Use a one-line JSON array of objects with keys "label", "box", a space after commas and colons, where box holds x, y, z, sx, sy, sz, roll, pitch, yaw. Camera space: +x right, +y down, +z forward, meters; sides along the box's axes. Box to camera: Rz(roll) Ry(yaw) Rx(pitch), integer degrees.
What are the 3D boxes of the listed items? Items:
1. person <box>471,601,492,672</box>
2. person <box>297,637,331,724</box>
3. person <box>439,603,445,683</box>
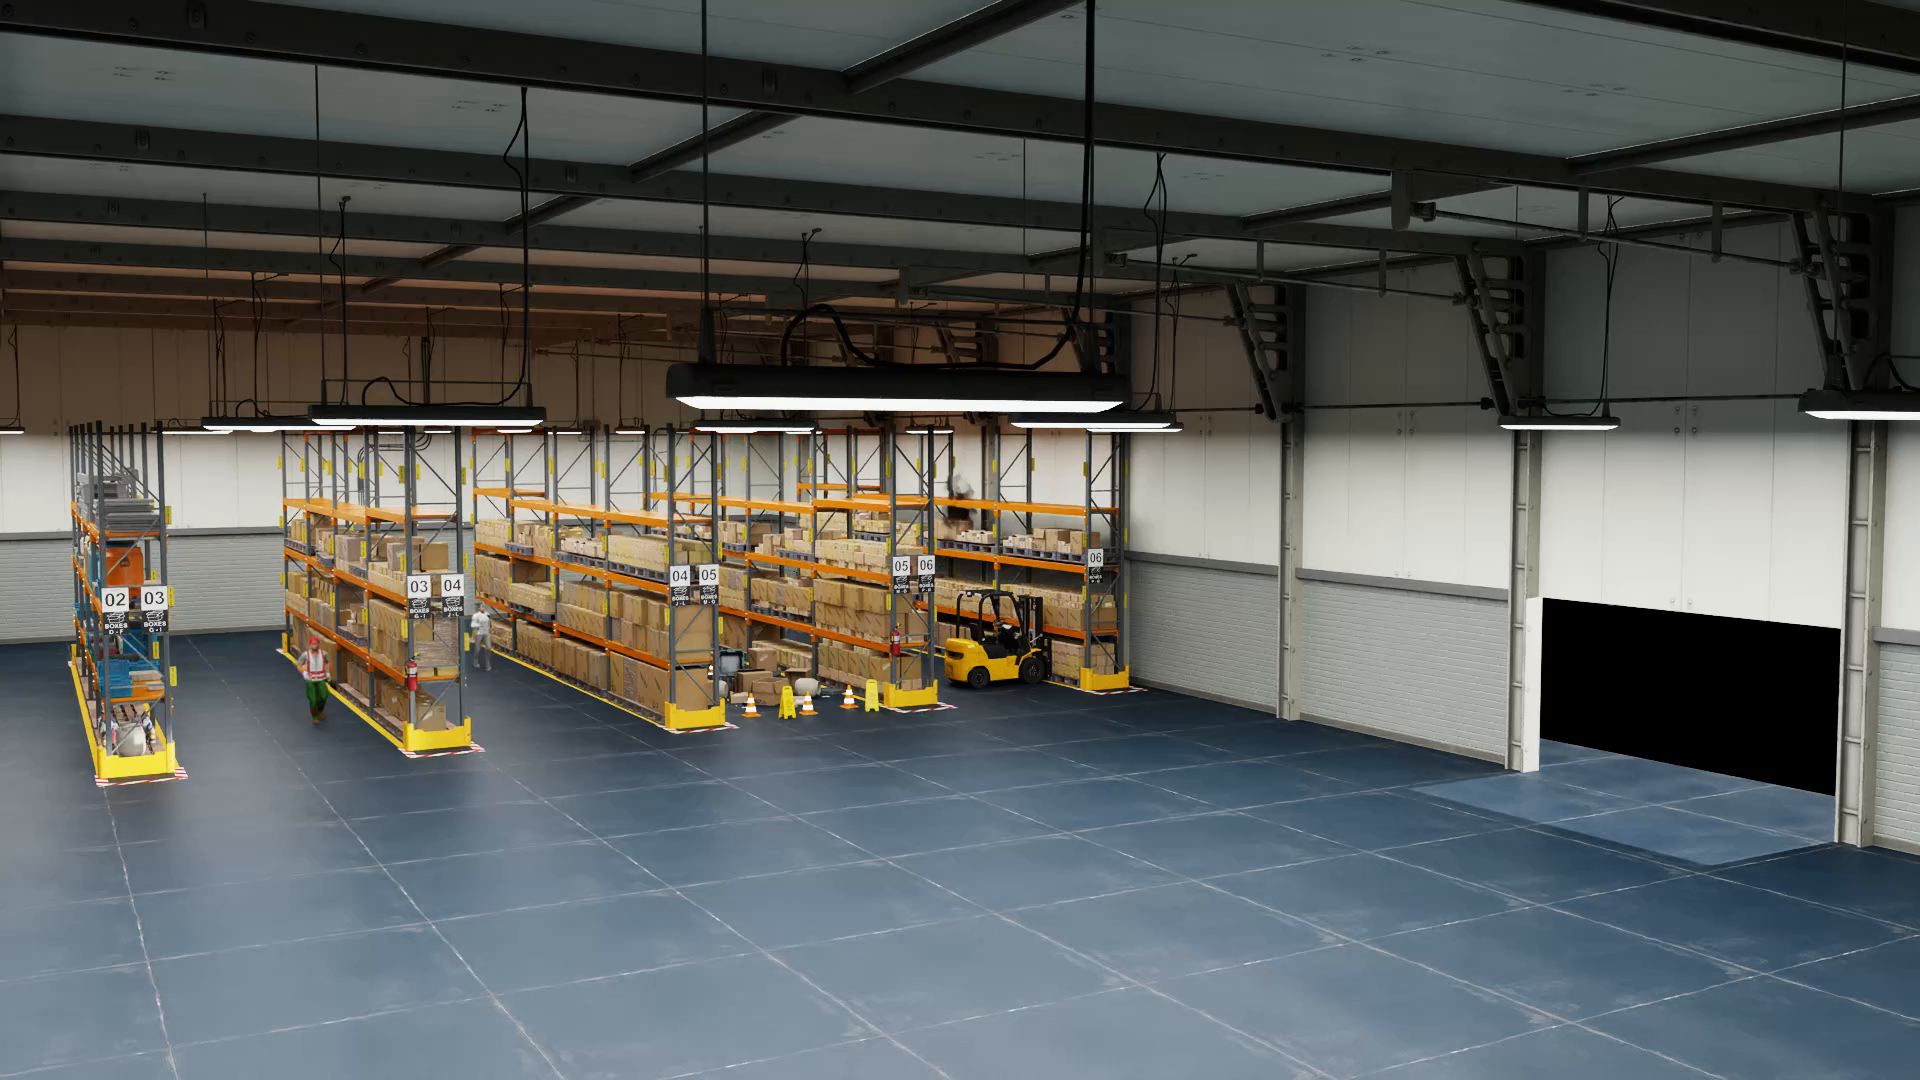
[{"label": "person", "box": [-11.754, 2.355, 40.868, 0.554, 1.737, 0.816, -2, 4, -34]}, {"label": "person", "box": [-12.829, 2.800, 33.083, 0.661, 1.746, 0.572, -2, 4, -29]}, {"label": "person", "box": [-12.214, 2.394, 39.057, 0.649, 1.822, 0.835, -3, 4, -37]}]
